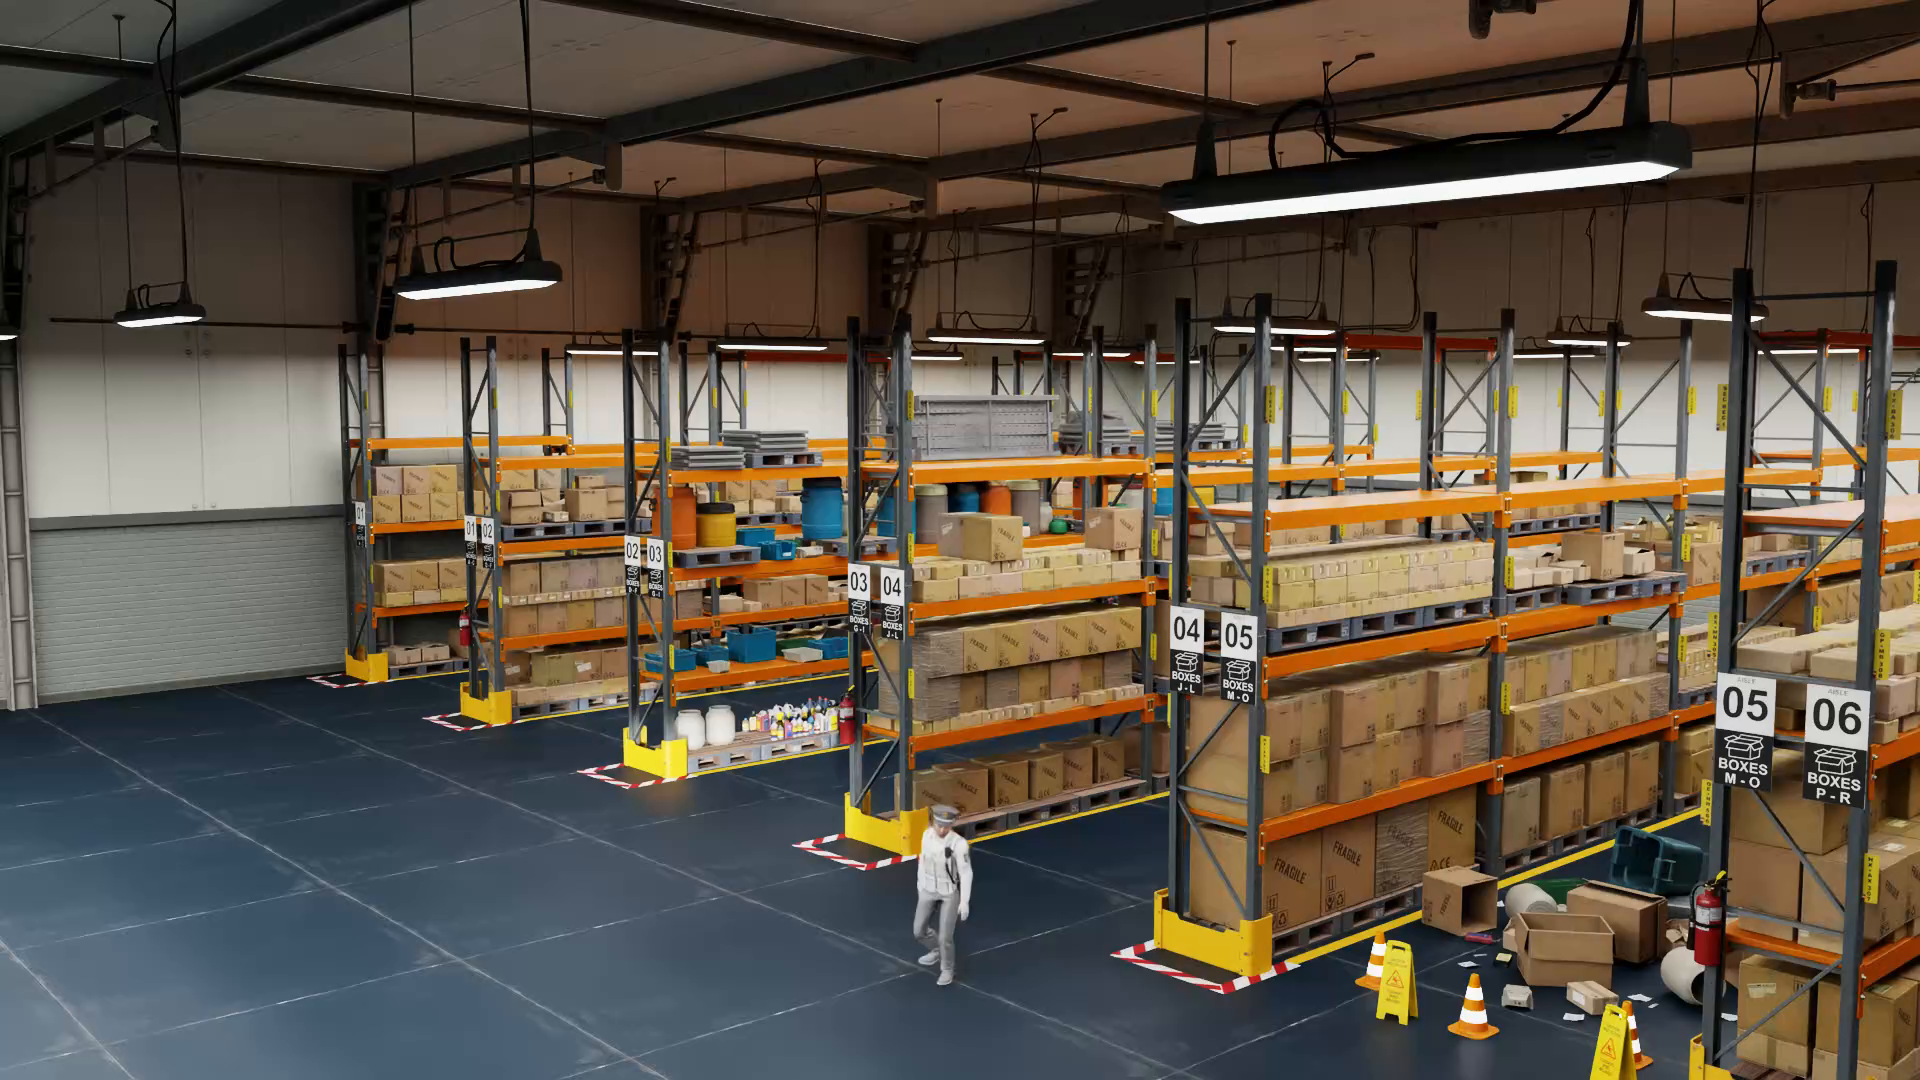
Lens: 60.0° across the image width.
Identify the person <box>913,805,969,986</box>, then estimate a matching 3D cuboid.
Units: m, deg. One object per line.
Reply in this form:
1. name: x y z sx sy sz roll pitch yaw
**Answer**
1. person: -0.145 3.066 14.470 0.616 1.621 0.574 2 6 23
